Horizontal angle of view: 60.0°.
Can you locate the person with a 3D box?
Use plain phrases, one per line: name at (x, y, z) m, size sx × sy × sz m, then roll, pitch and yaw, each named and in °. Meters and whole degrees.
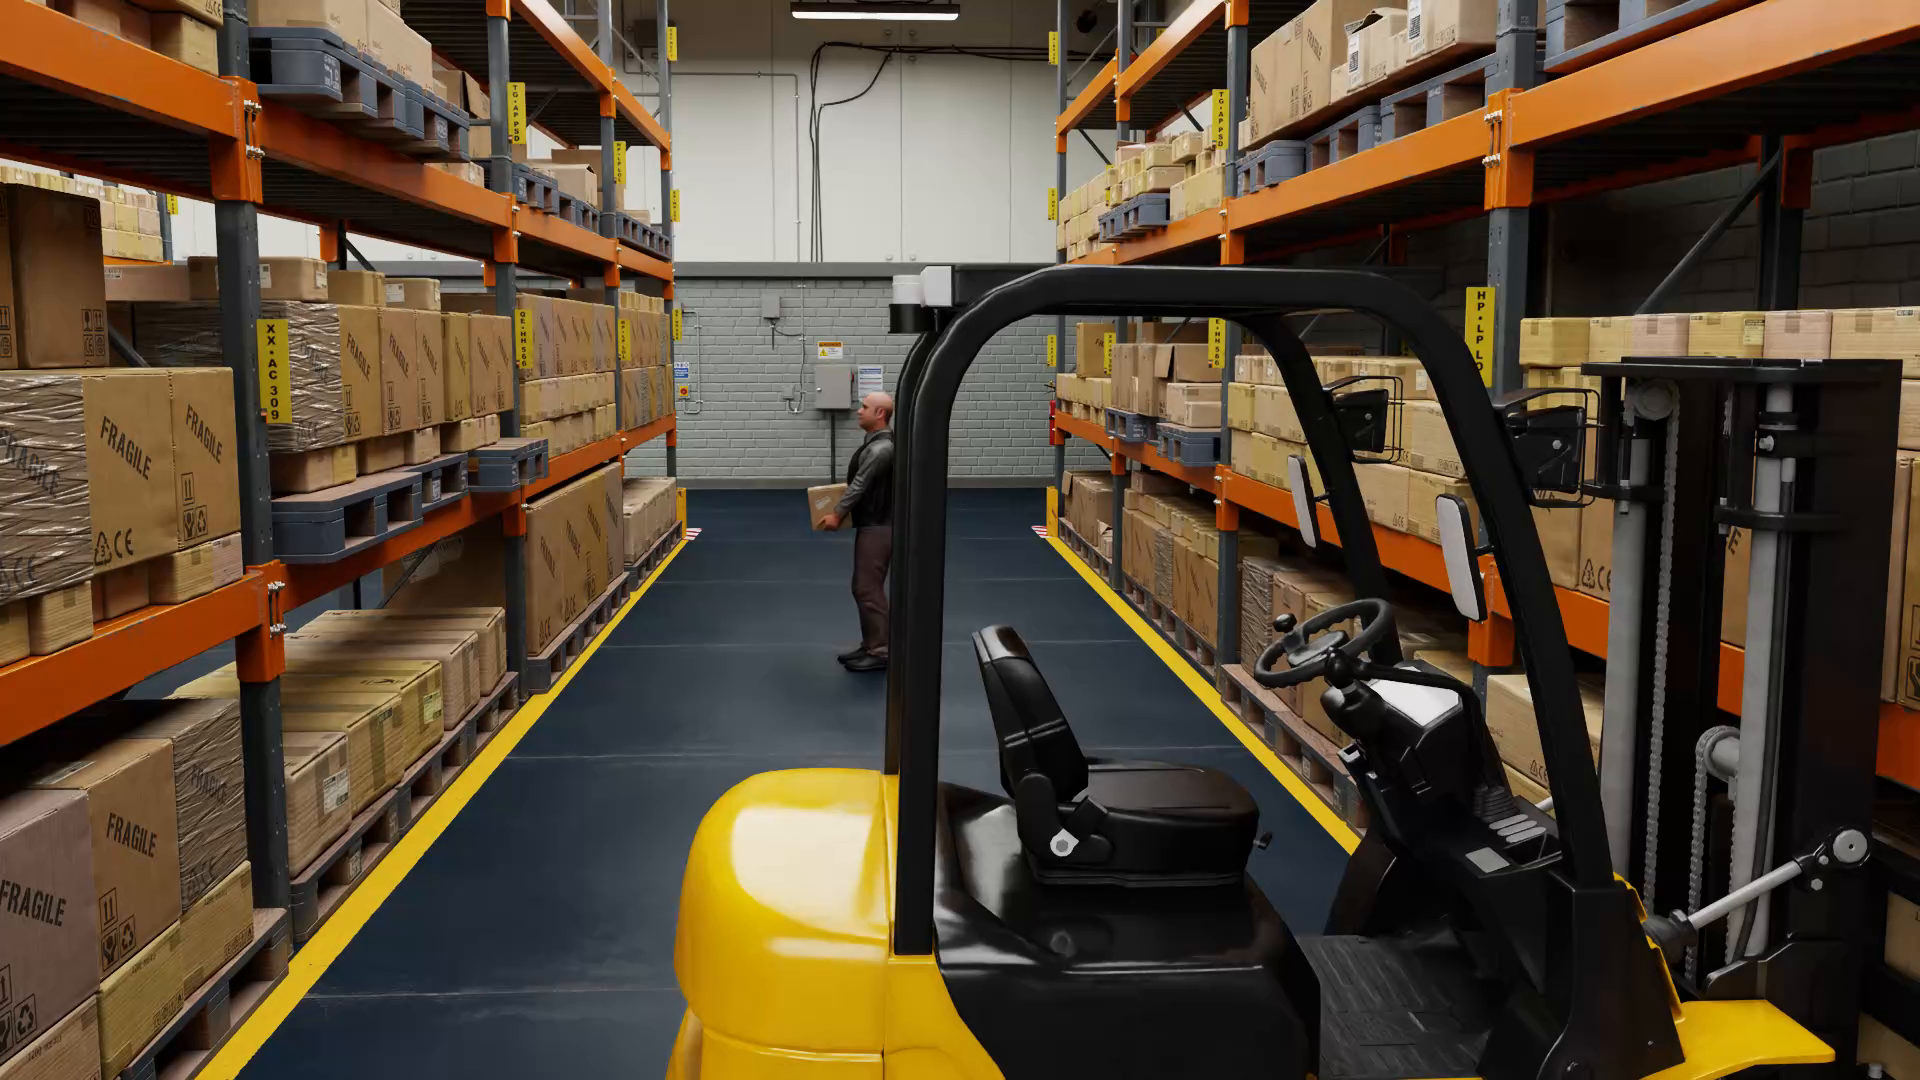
person at (-0.631, -0.059, 10.368) m, size 0.523 × 1.719 × 0.466 m, roll 0°, pitch 7°, yaw -4°
